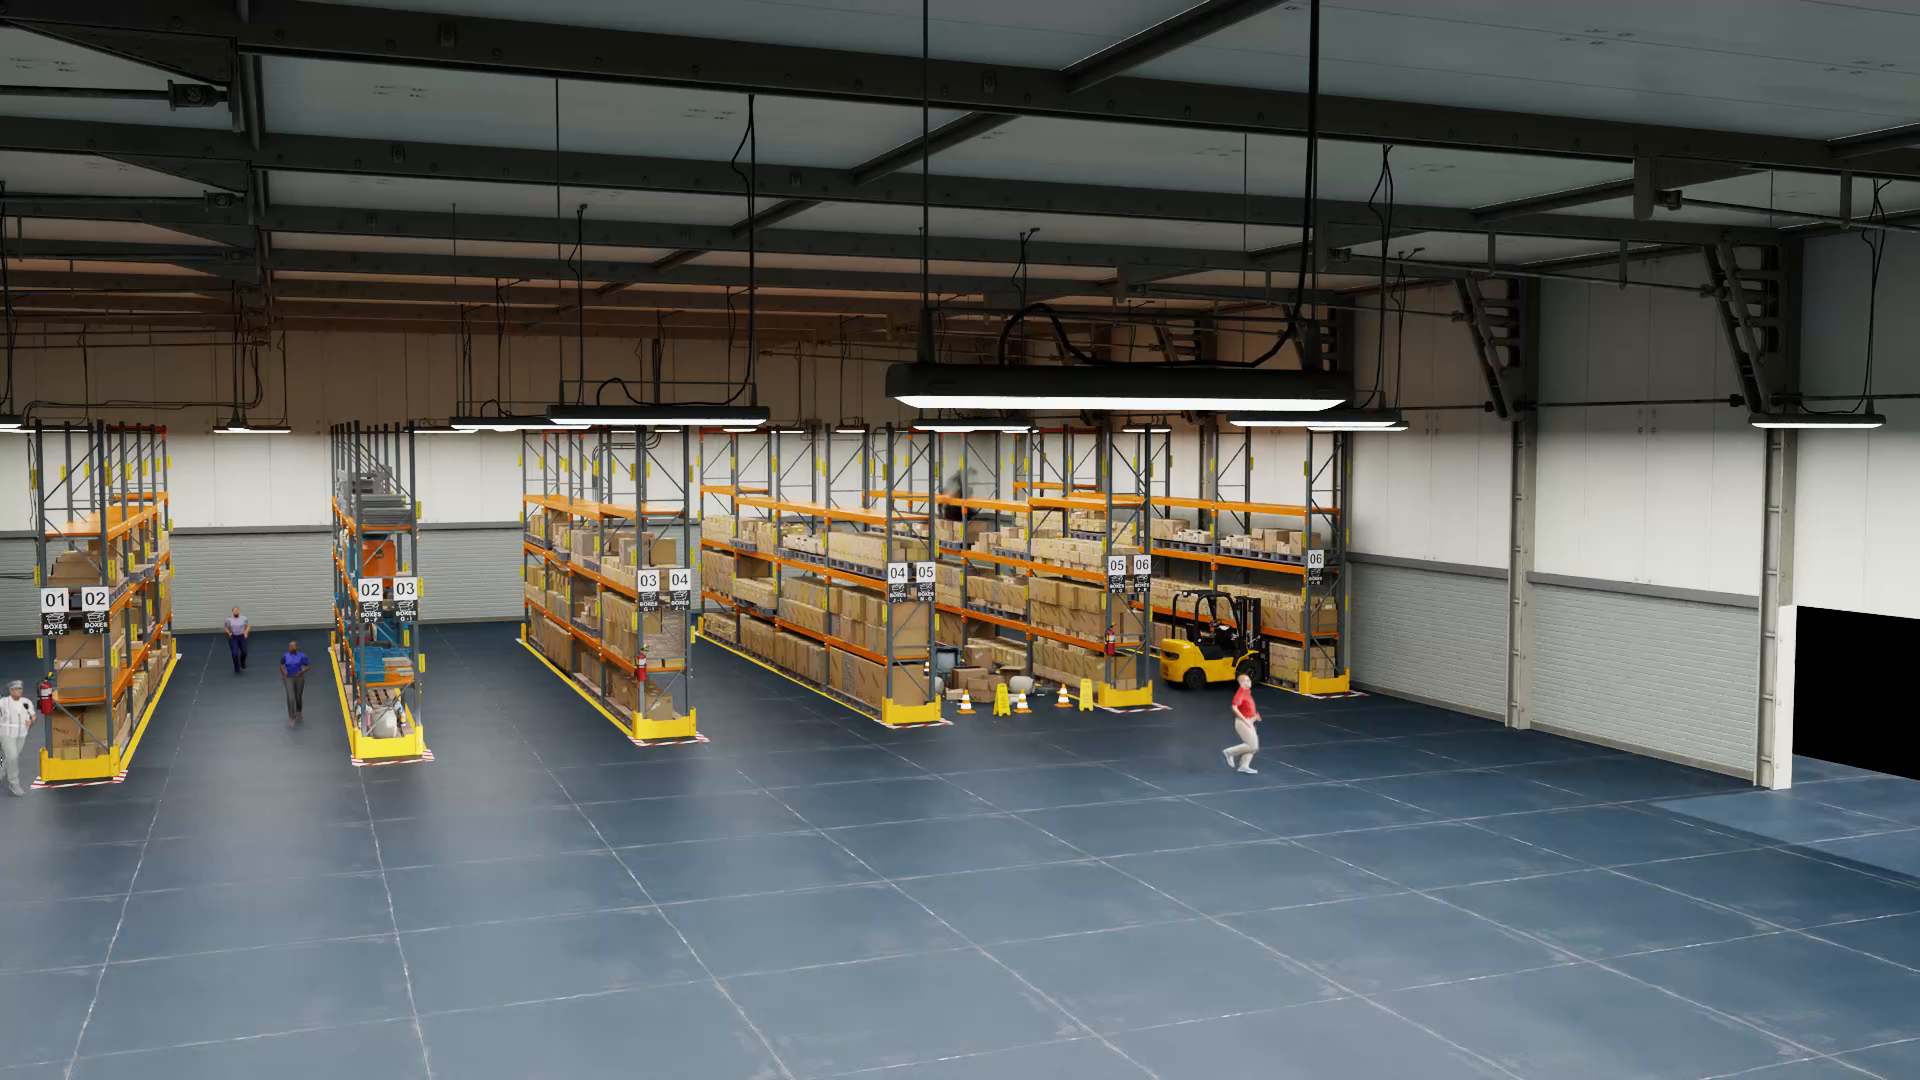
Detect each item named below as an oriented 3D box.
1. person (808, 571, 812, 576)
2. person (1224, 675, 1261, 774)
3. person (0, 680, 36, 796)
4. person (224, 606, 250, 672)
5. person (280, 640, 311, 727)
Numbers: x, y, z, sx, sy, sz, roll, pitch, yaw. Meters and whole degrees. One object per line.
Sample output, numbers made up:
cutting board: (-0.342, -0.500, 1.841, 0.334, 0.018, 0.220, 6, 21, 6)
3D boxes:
person: (-4.524, 1.693, 50.738, 0.941, 1.671, 0.620, -1, 4, -17)
person: (4.799, 3.125, 28.234, 0.599, 1.684, 0.670, 1, 4, 16)
person: (-15.216, 3.159, 26.807, 0.883, 1.778, 0.678, 2, 4, 31)
person: (-17.468, 2.413, 40.216, 0.581, 1.588, 0.516, -2, 4, -27)
person: (-13.235, 2.927, 33.116, 0.579, 1.468, 0.882, -1, 4, -20)
